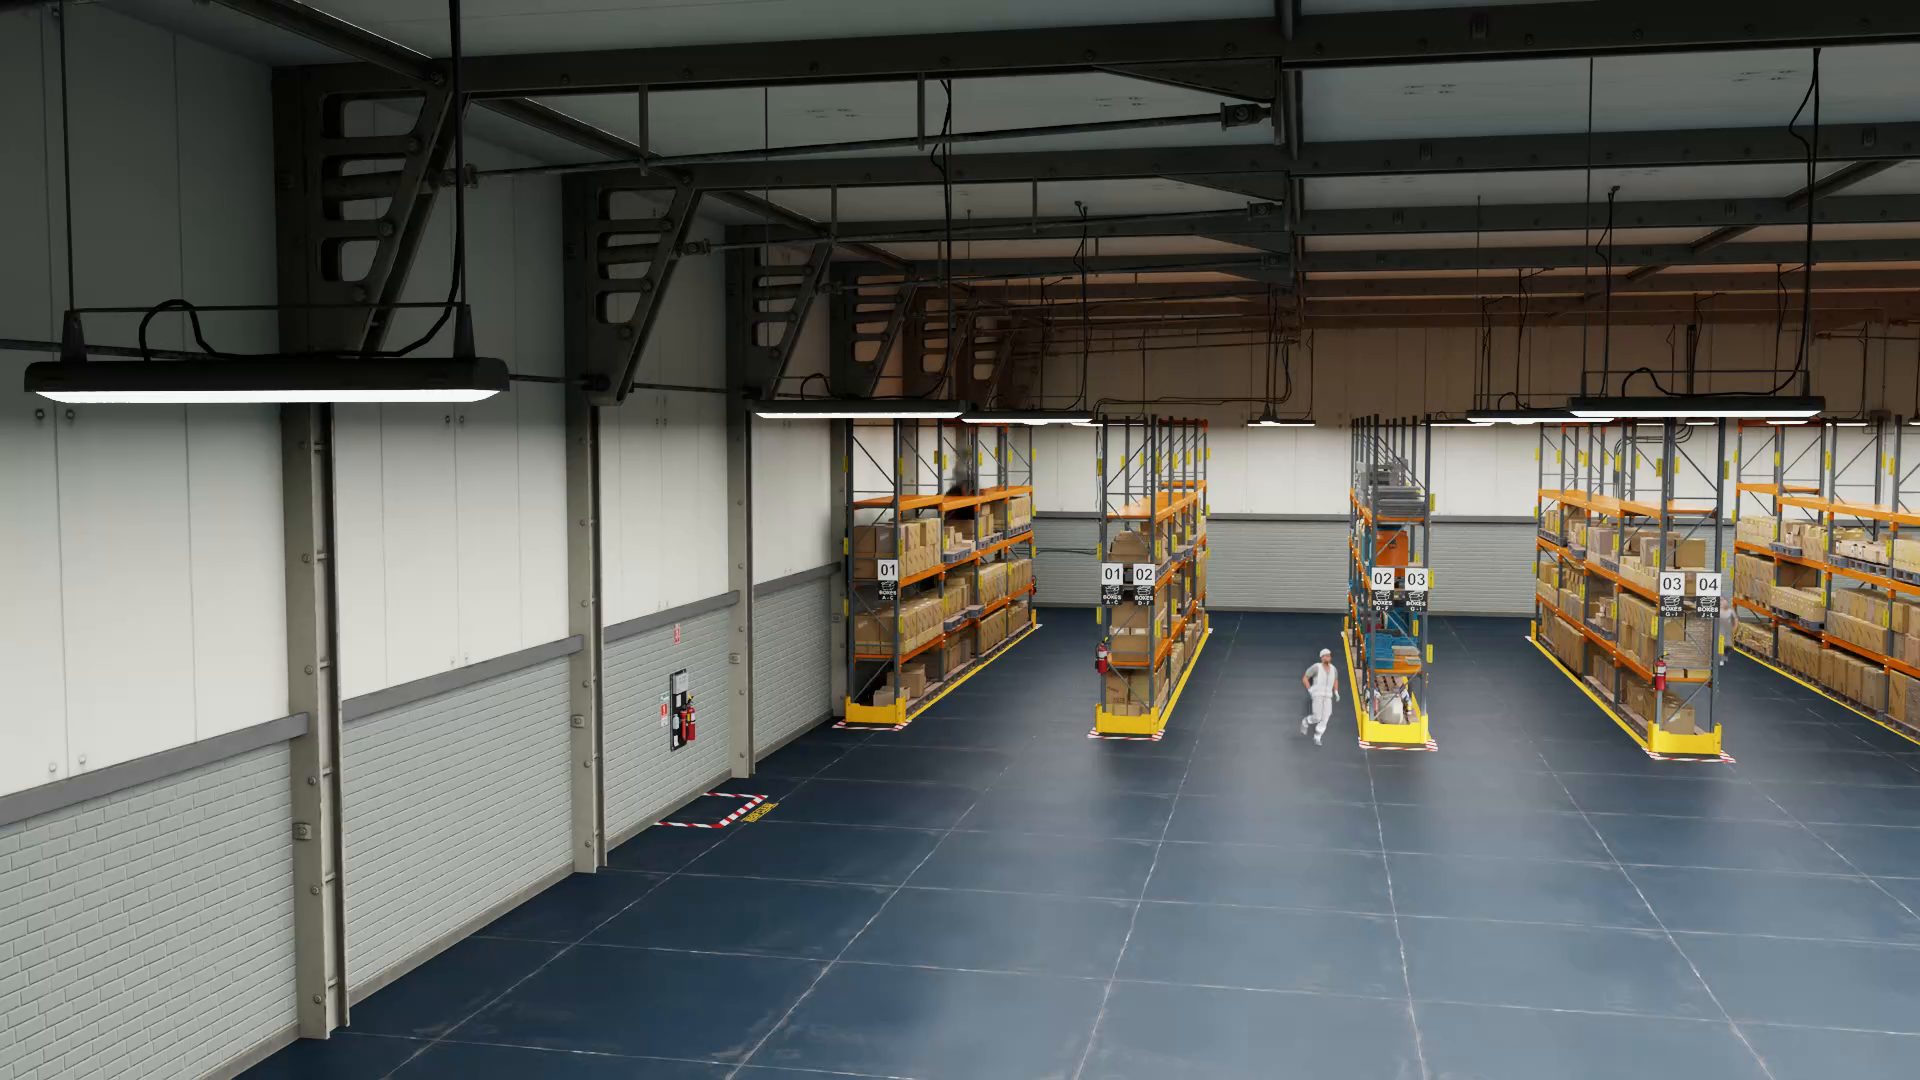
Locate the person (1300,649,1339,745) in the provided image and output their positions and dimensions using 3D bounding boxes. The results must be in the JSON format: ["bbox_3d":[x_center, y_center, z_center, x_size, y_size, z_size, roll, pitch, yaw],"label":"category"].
[{"bbox_3d":[6.611,2.845,30.303,0.696,1.716,0.701,-1,4,-17],"label":"person"}]

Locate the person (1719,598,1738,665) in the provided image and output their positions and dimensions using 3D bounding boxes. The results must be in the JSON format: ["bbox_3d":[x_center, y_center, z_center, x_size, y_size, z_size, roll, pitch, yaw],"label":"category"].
[{"bbox_3d":[18.540,2.230,40.299,0.596,1.622,0.577,1,4,14],"label":"person"}]

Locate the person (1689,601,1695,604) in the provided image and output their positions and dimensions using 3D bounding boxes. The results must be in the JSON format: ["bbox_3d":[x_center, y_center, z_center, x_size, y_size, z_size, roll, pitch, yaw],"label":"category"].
[{"bbox_3d":[19.158,1.993,44.070,0.628,1.606,0.809,3,5,35],"label":"person"}]
